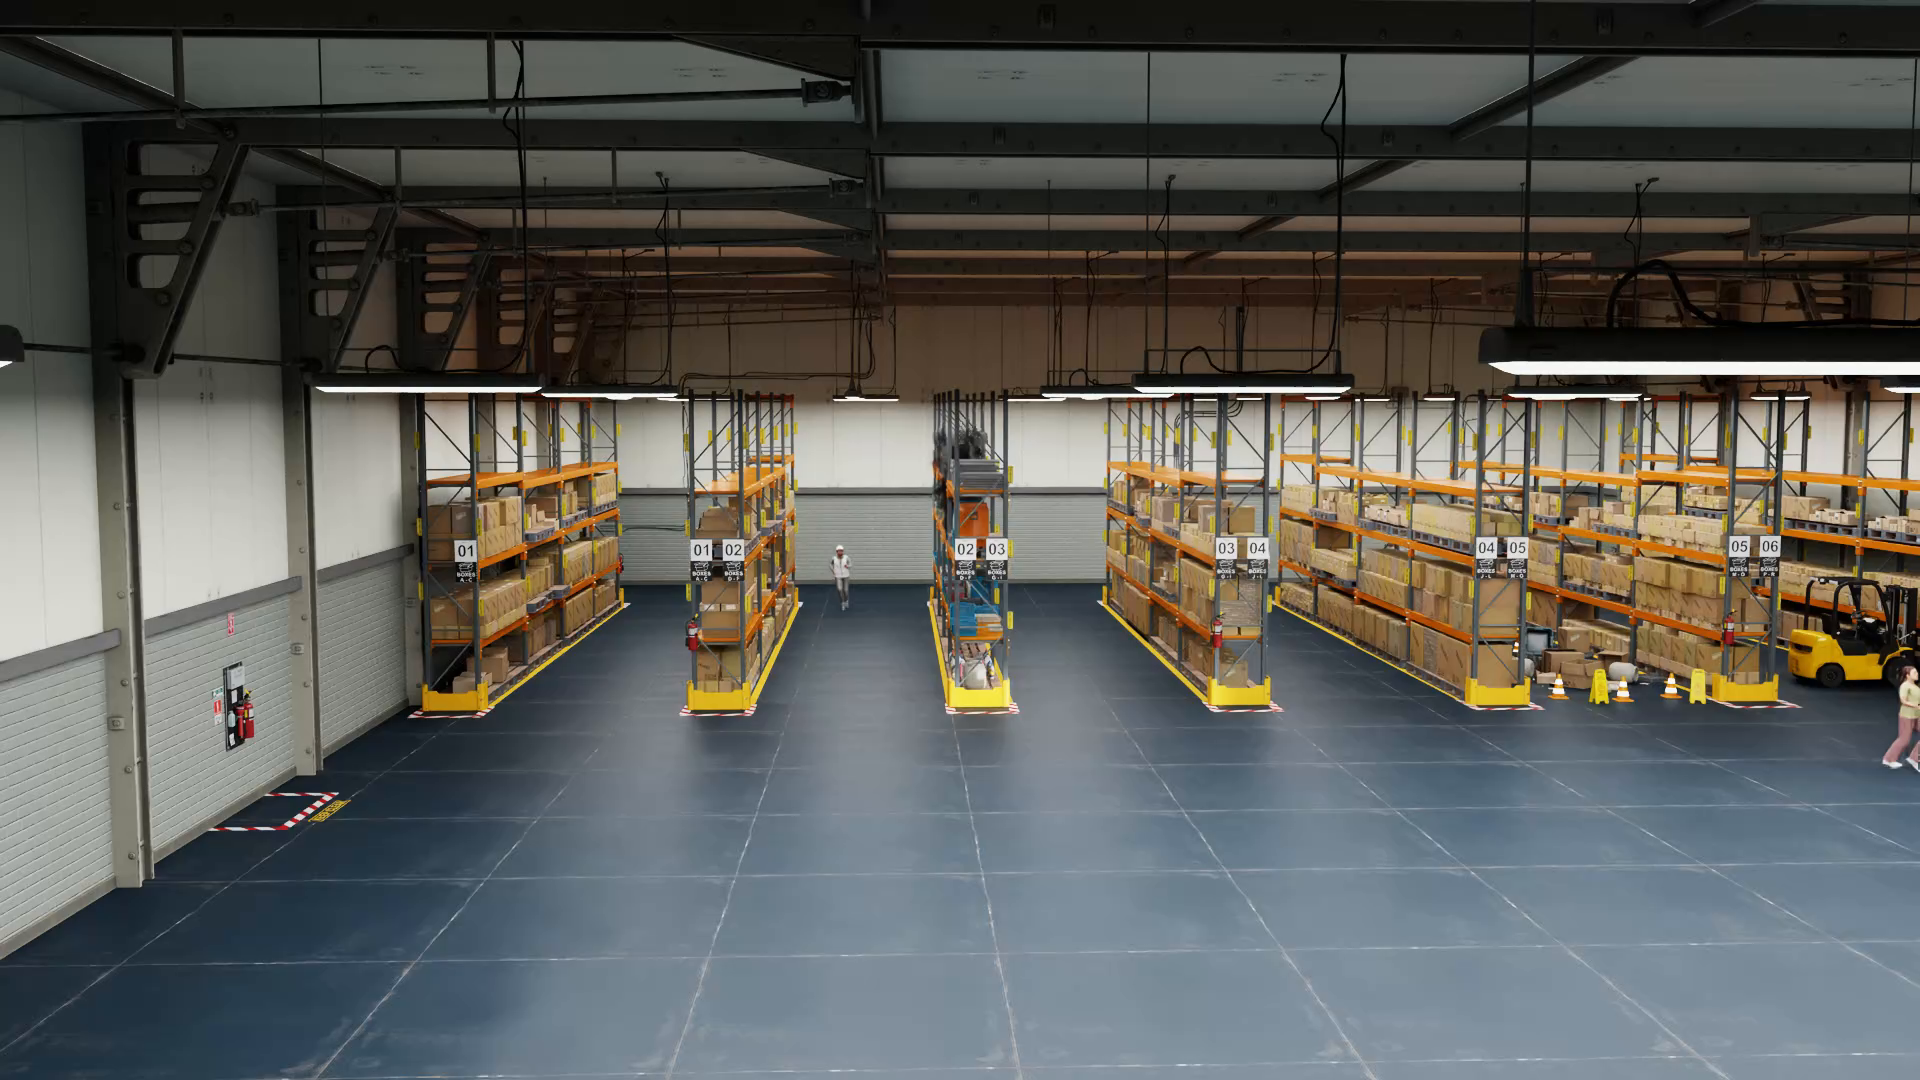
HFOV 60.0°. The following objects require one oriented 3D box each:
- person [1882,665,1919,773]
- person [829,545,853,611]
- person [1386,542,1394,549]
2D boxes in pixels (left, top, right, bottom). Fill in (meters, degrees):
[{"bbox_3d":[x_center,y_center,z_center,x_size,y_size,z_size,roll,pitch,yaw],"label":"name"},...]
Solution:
[{"bbox_3d":[14.806,2.788,25.954,0.580,1.684,0.673,-4,6,-39],"label":"person"},{"bbox_3d":[-3.318,1.059,46.470,0.659,1.829,0.764,-1,5,-9],"label":"person"},{"bbox_3d":[12.816,0.825,49.203,0.854,1.784,0.697,0,5,-1],"label":"person"}]
